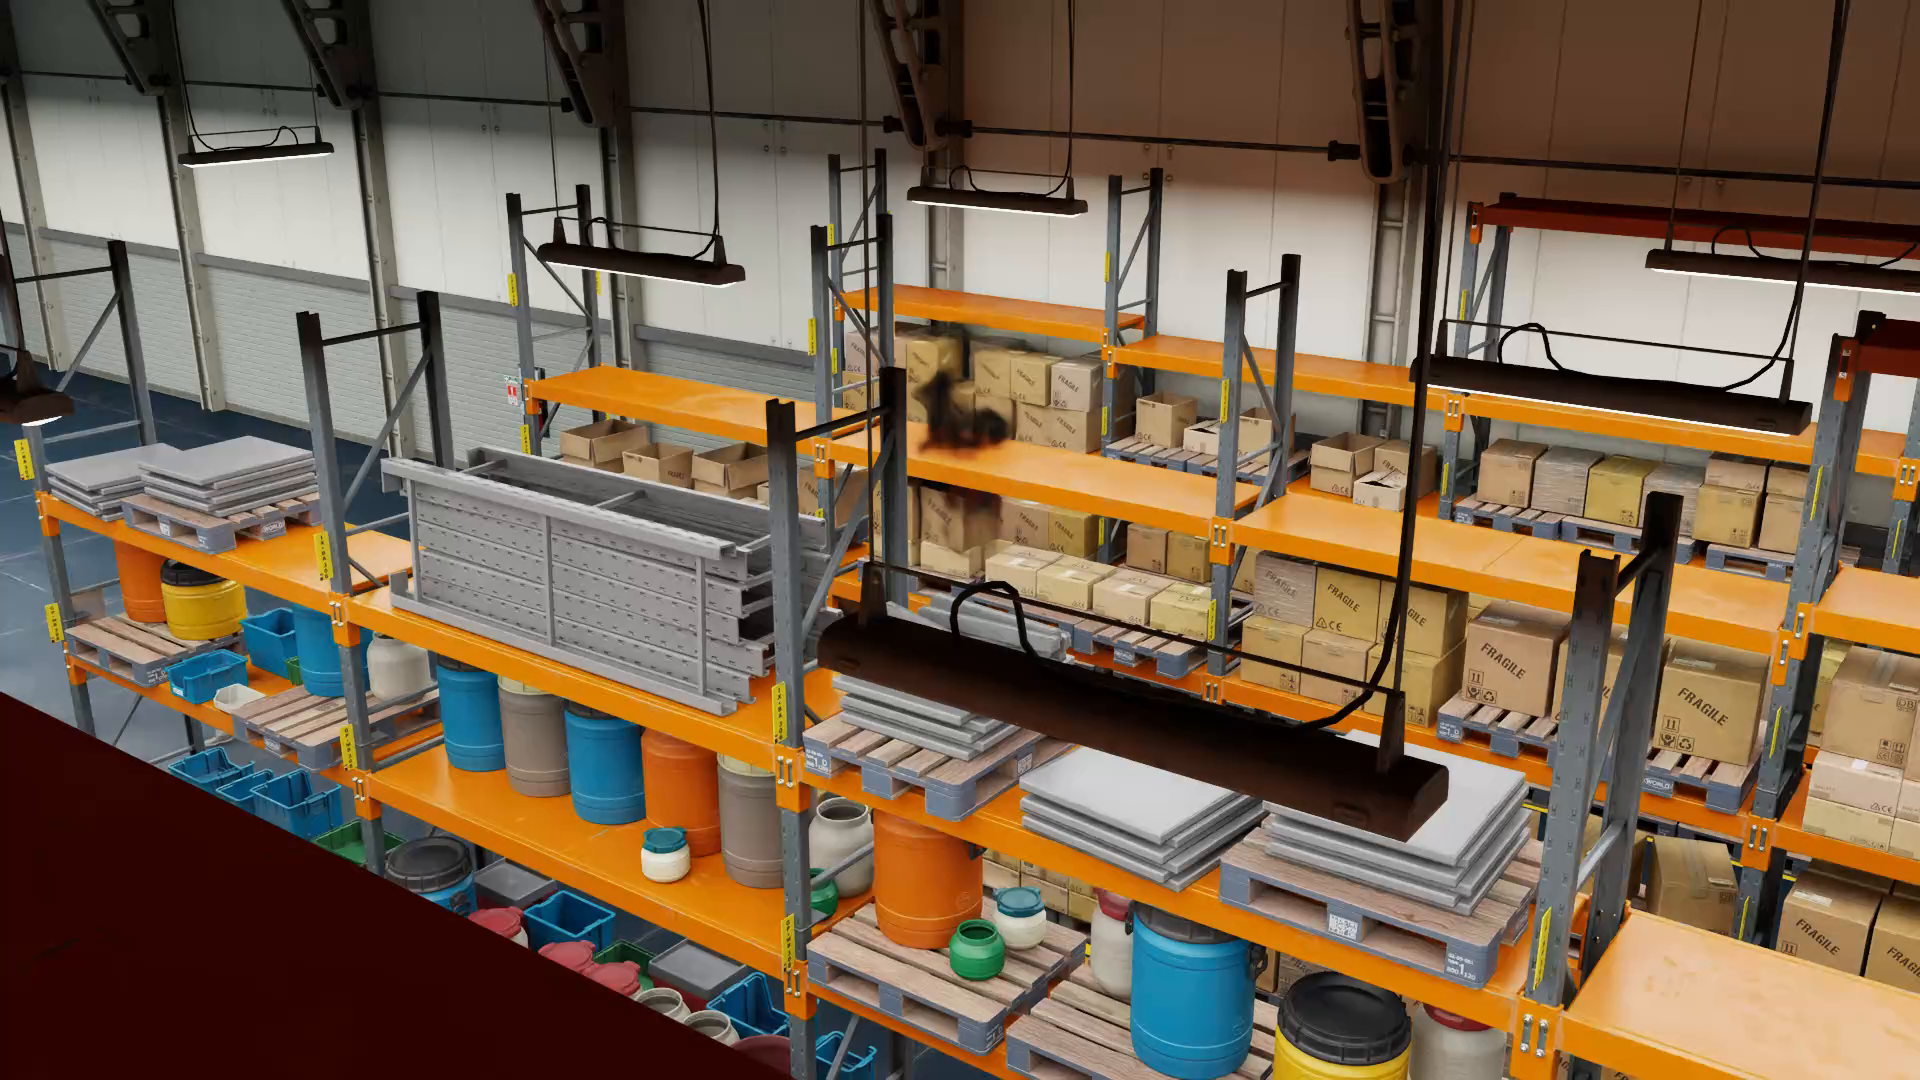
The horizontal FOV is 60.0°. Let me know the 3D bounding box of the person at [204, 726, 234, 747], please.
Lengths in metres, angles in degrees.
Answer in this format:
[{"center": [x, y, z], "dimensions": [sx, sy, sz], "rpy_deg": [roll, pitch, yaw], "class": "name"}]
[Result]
[{"center": [-8.007, 1.418, 18.166], "dimensions": [0.734, 1.757, 0.684], "rpy_deg": [-7, 20, -19], "class": "person"}]
